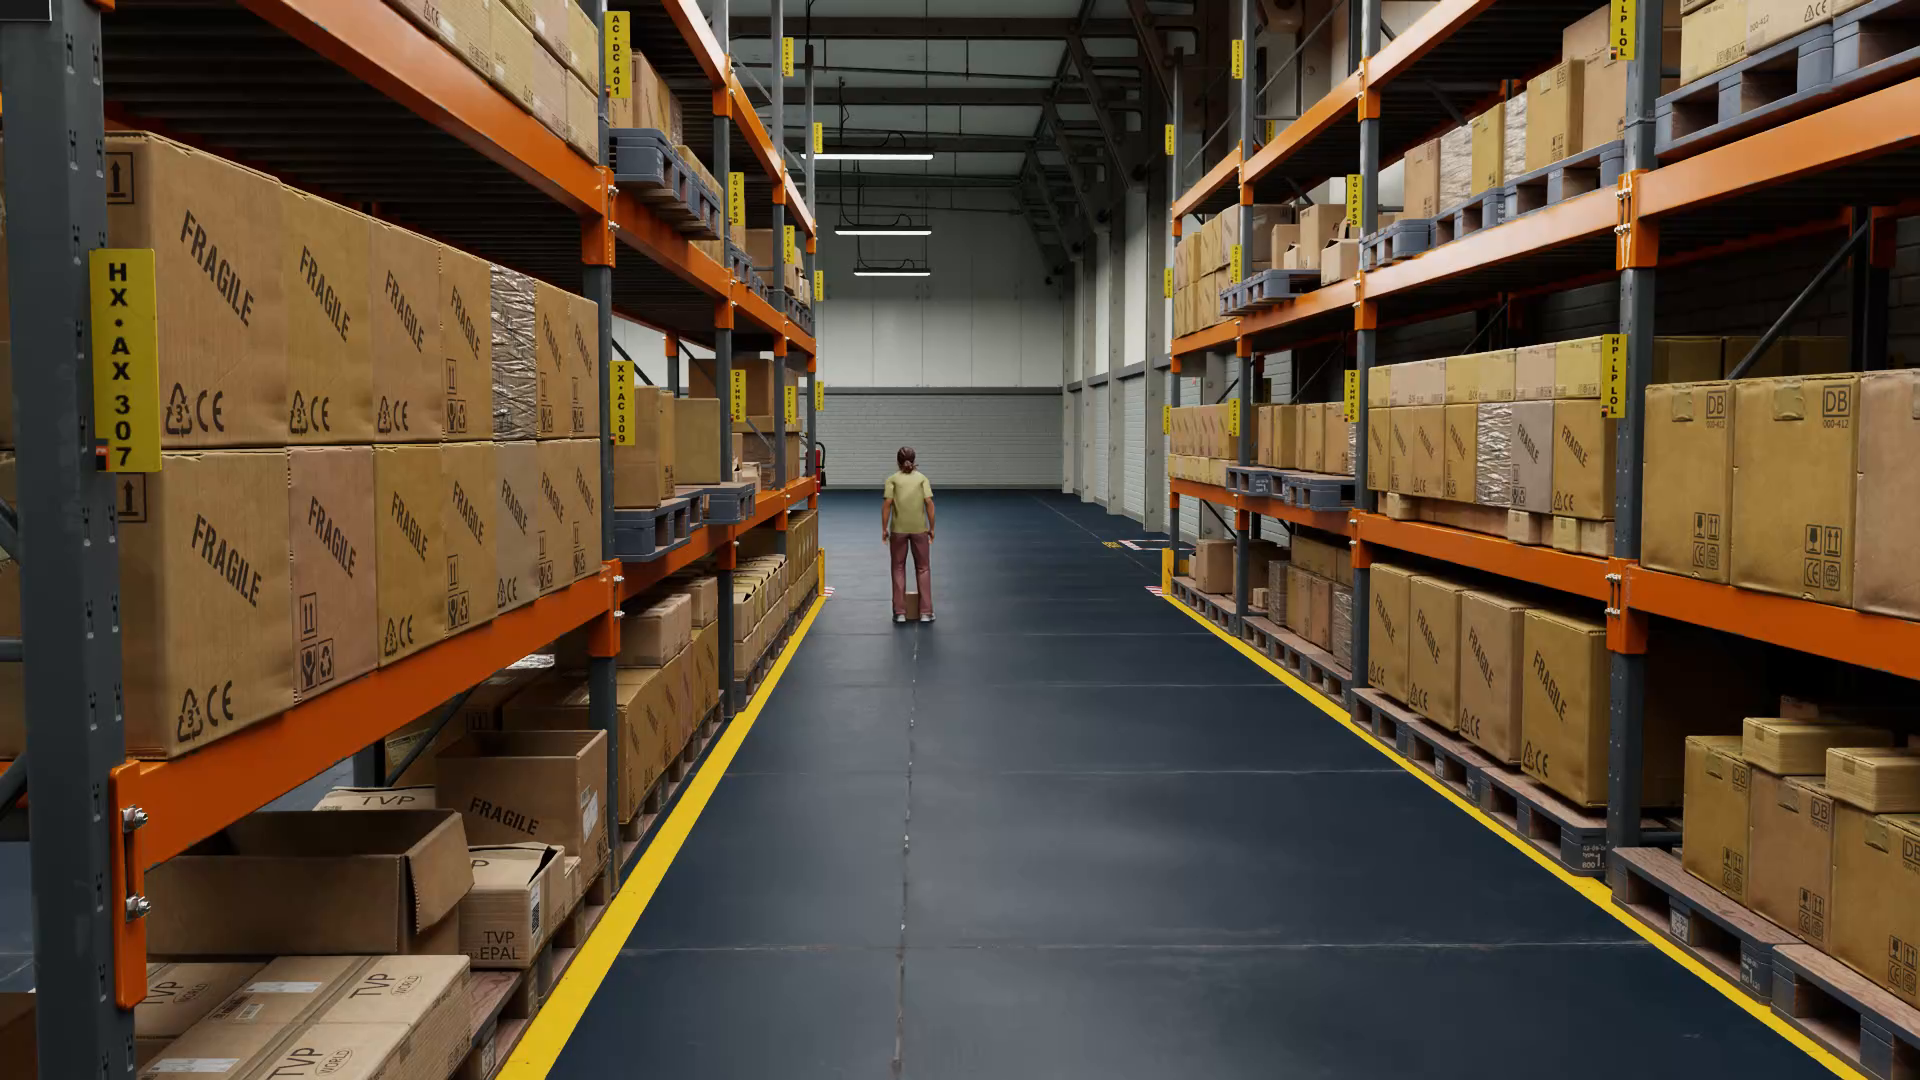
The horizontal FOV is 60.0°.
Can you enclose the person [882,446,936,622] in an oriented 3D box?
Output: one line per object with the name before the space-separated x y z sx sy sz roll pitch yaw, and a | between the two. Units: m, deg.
person | -0.487 -0.059 15.845 0.522 1.673 0.354 0 4 -5
